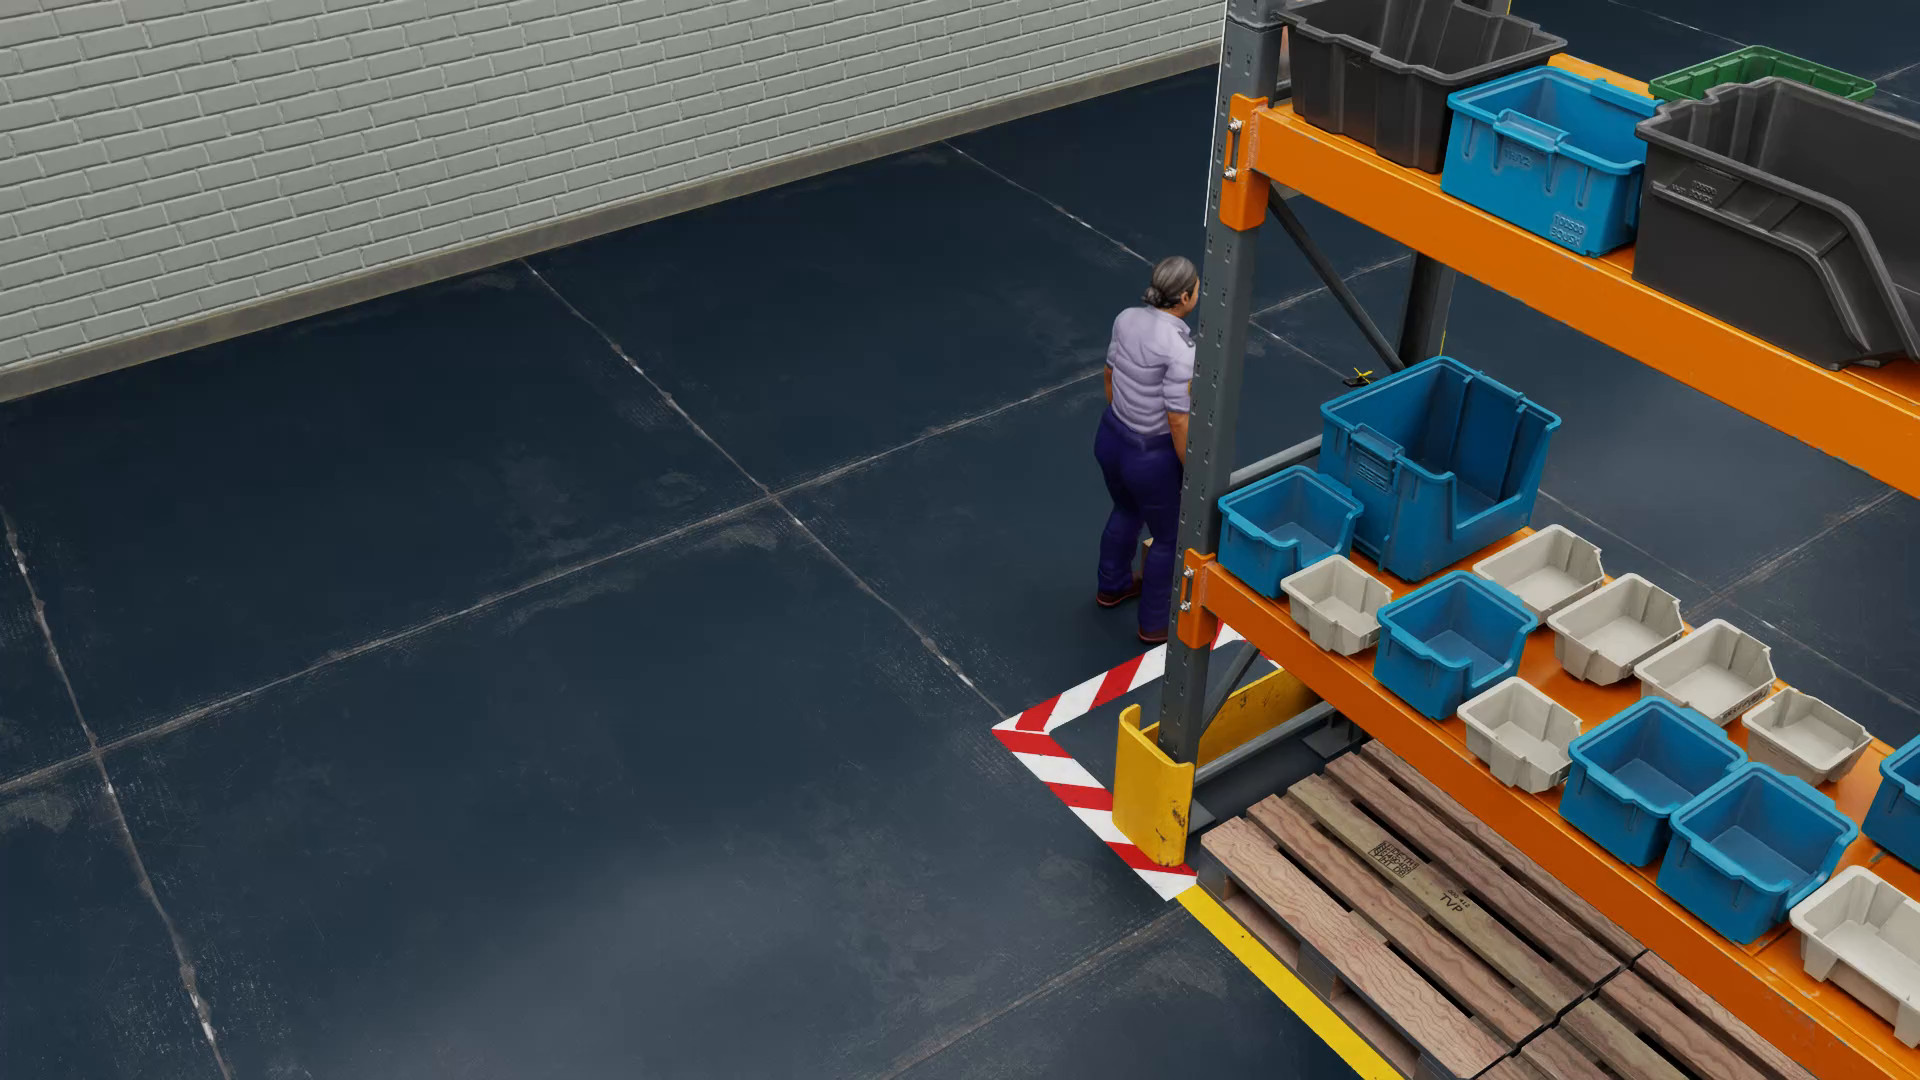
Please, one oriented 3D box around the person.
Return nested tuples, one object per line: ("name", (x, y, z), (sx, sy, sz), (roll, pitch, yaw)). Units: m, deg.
("person", (0.762, -0.355, 6.632), (0.370, 1.652, 0.539), (-20, 41, -25))
